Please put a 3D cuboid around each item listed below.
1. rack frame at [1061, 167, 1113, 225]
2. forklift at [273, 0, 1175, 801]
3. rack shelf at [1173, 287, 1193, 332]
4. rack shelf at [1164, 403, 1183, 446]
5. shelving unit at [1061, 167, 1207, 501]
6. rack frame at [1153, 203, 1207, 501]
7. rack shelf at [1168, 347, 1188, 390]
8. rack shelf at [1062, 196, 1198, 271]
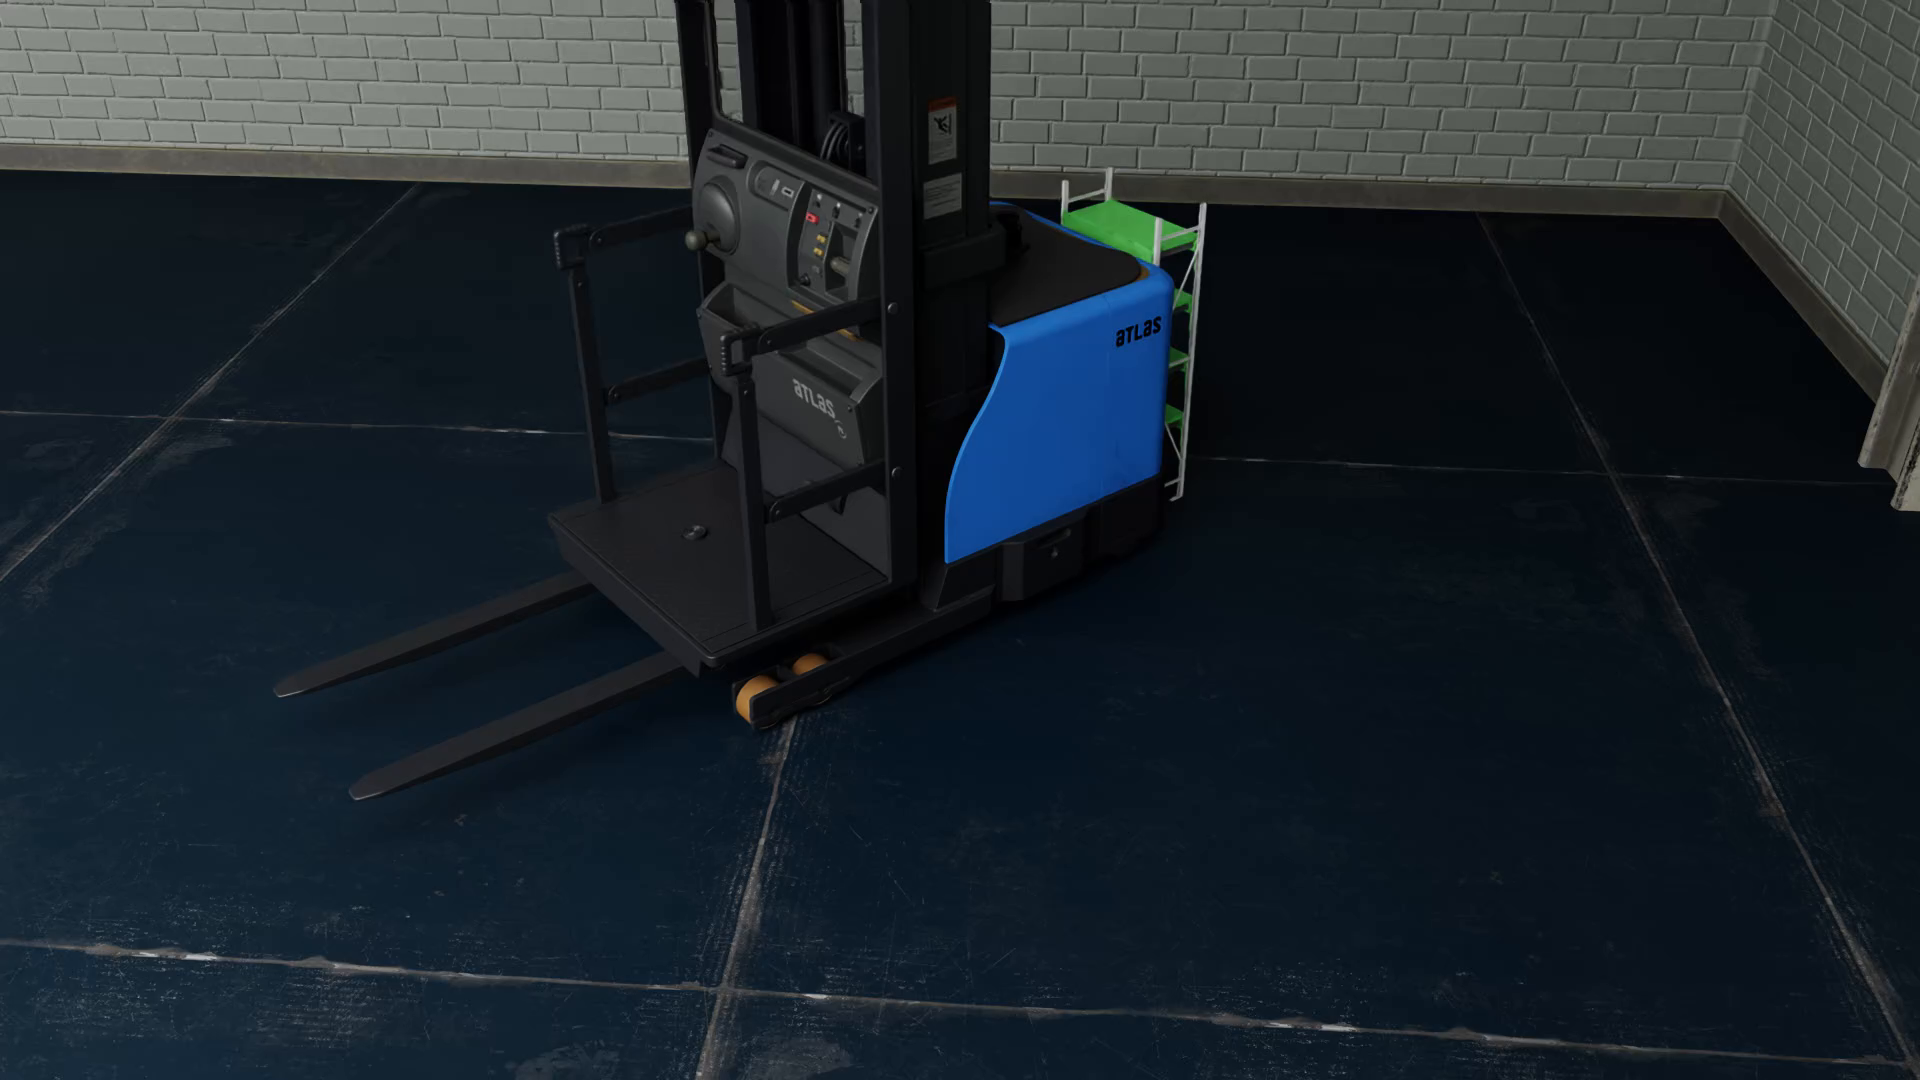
[{"bbox_3d":[0.472,-0.845,6.477,0.240,1.200,0.015,-23,38,-32],"label":"rack frame"},{"bbox_3d":[-0.714,-0.963,5.019,3.031,2.935,1.130,-23,38,-32],"label":"forklift"},{"bbox_3d":[0.625,-0.895,6.222,0.258,0.148,0.480,-23,38,-32],"label":"rack shelf"},{"bbox_3d":[0.624,-0.486,6.474,0.258,0.148,0.480,-23,38,-32],"label":"rack shelf"},{"bbox_3d":[0.625,-0.745,6.314,0.258,1.200,0.503,-23,38,-32],"label":"shelving unit"},{"bbox_3d":[0.777,-0.645,6.152,0.240,1.200,0.015,-23,38,-32],"label":"rack frame"},{"bbox_3d":[0.625,-0.690,6.348,0.258,0.148,0.480,-23,38,-32],"label":"rack shelf"},{"bbox_3d":[0.625,-1.099,6.096,0.258,0.148,0.480,-23,38,-32],"label":"rack shelf"}]
